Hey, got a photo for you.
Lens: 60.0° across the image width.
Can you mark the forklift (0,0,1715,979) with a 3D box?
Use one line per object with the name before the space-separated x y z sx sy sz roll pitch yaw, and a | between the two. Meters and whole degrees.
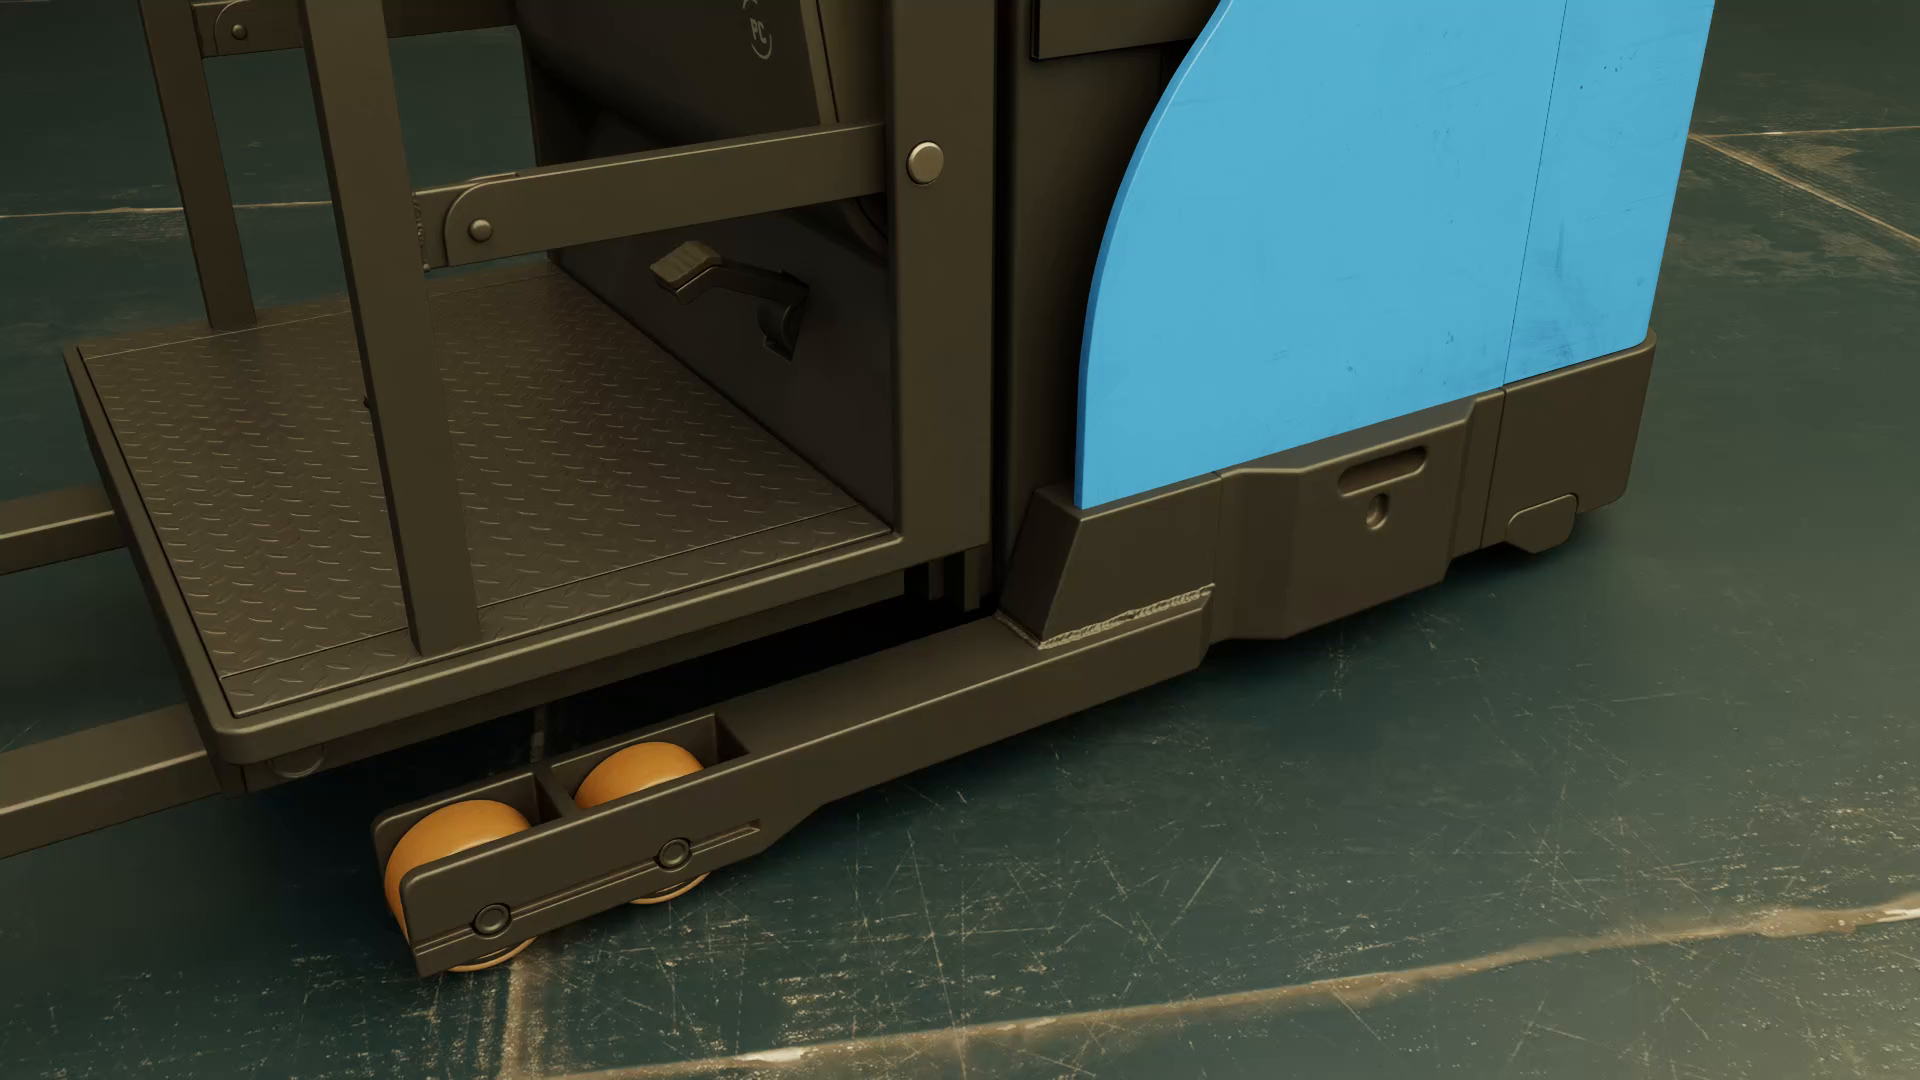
forklift | -0.516 -1.144 1.529 3.031 2.935 1.130 -16 32 -28
